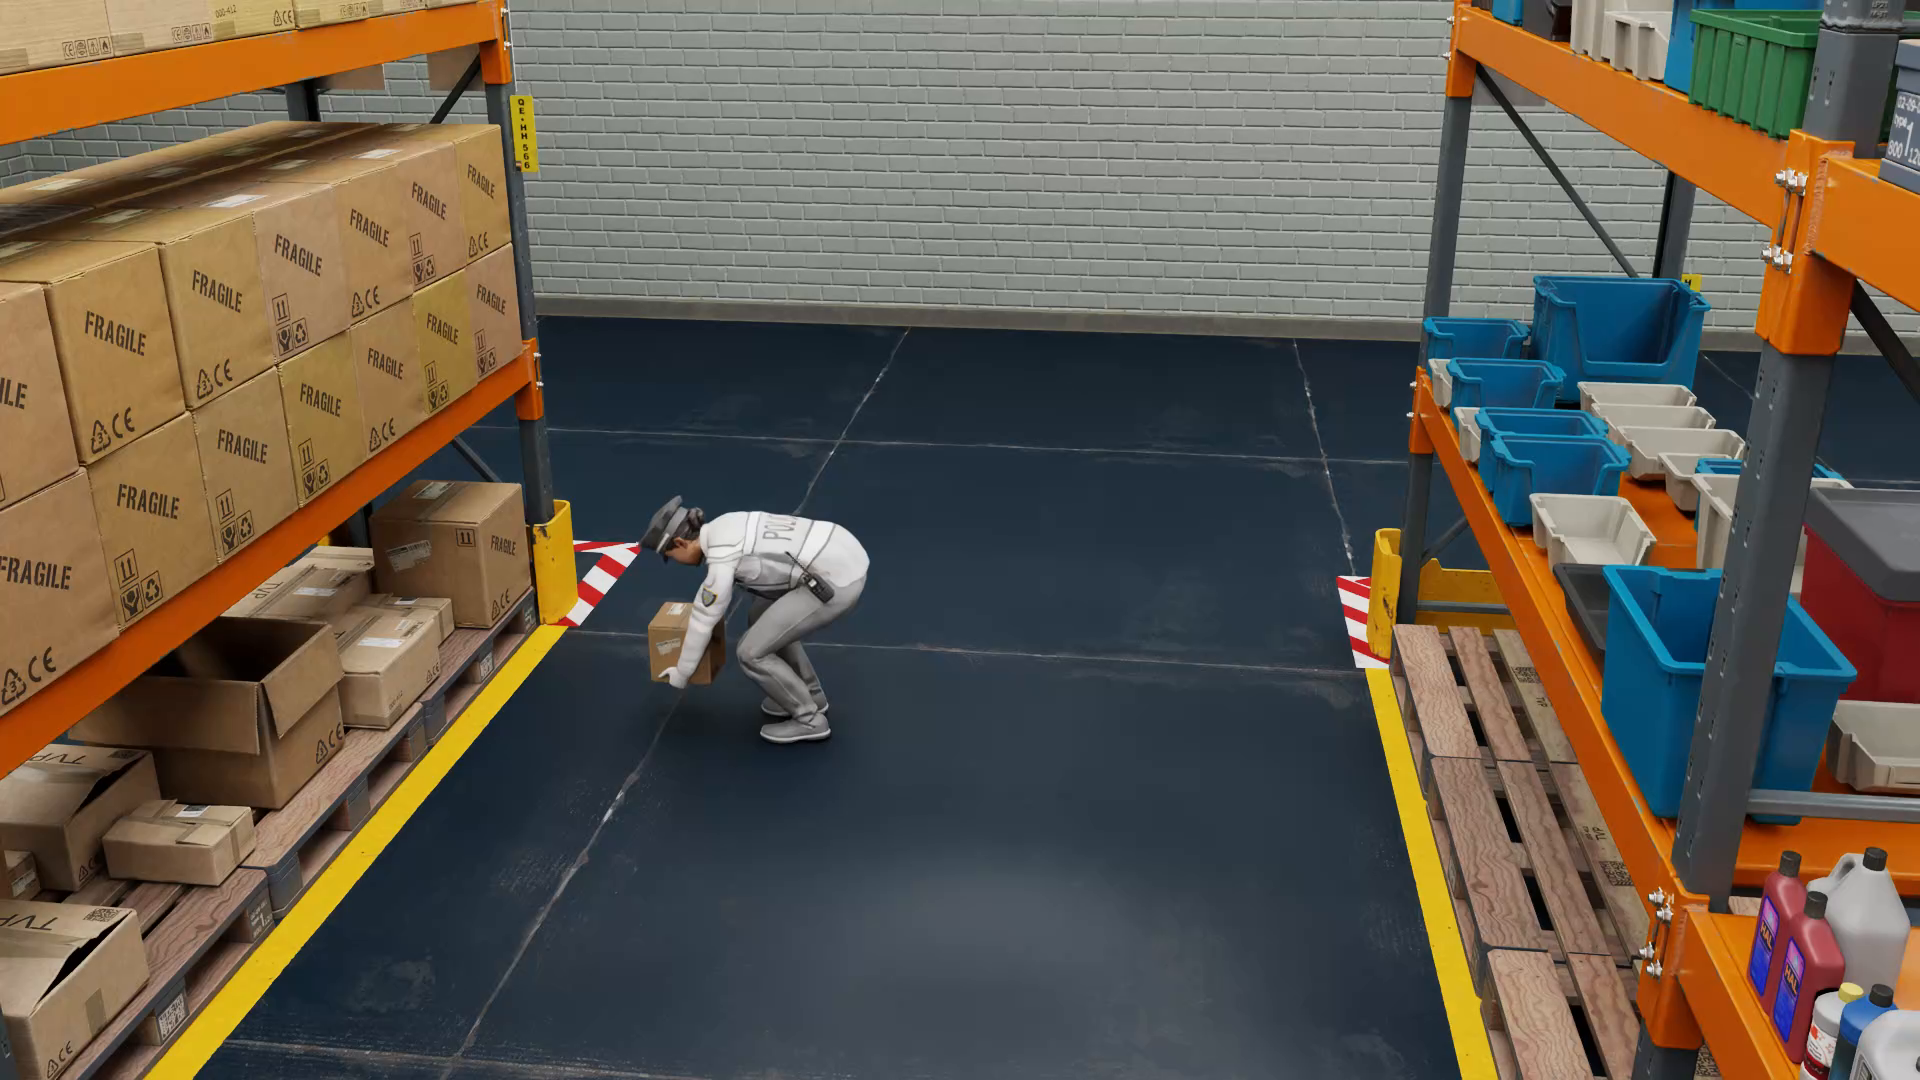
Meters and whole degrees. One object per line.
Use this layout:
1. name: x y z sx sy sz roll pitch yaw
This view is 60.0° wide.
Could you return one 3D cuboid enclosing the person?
1. person: -0.825 0.304 6.737 0.917 0.991 0.460 2 21 4
